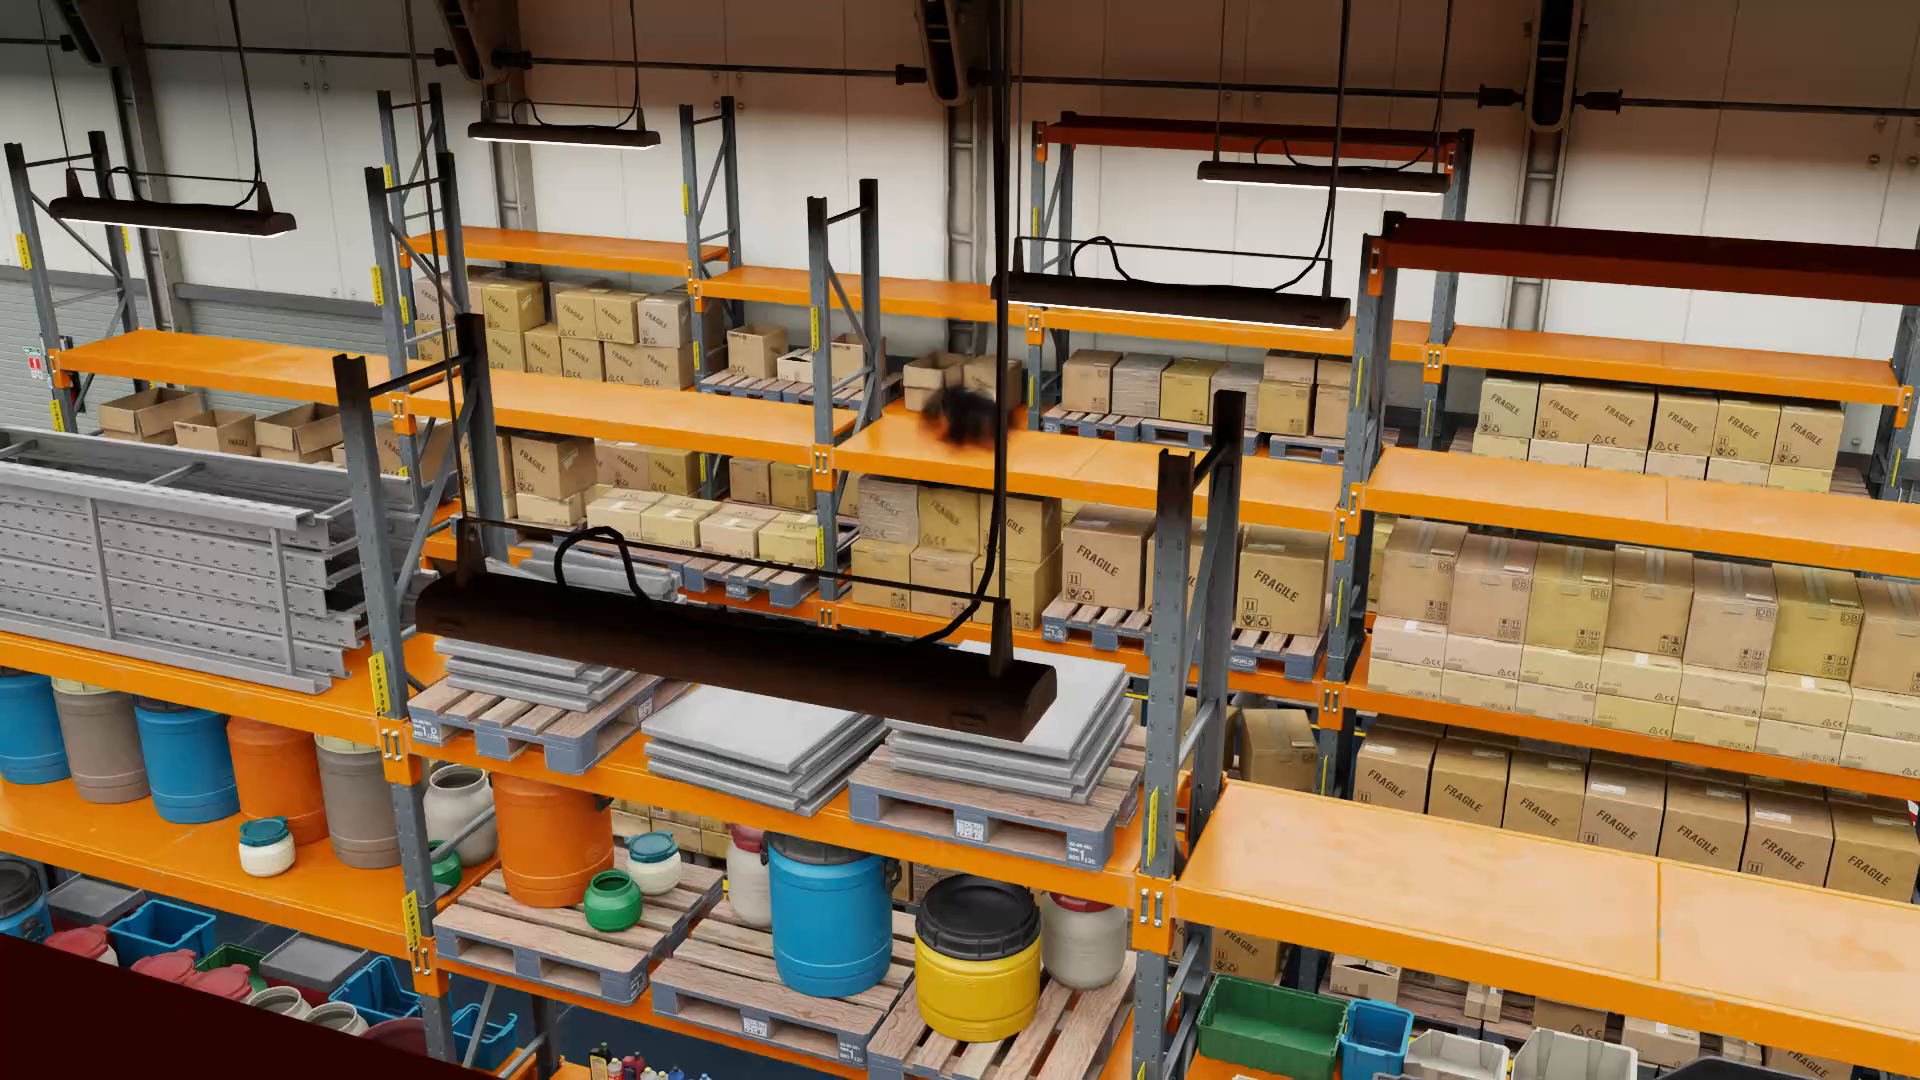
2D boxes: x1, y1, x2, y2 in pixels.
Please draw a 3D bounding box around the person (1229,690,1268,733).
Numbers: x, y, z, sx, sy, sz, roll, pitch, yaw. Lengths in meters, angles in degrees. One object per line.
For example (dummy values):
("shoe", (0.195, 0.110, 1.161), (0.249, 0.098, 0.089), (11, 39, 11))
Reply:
("person", (2.769, 1.332, 15.729), (0.583, 1.774, 0.696), (6, 22, 15))
